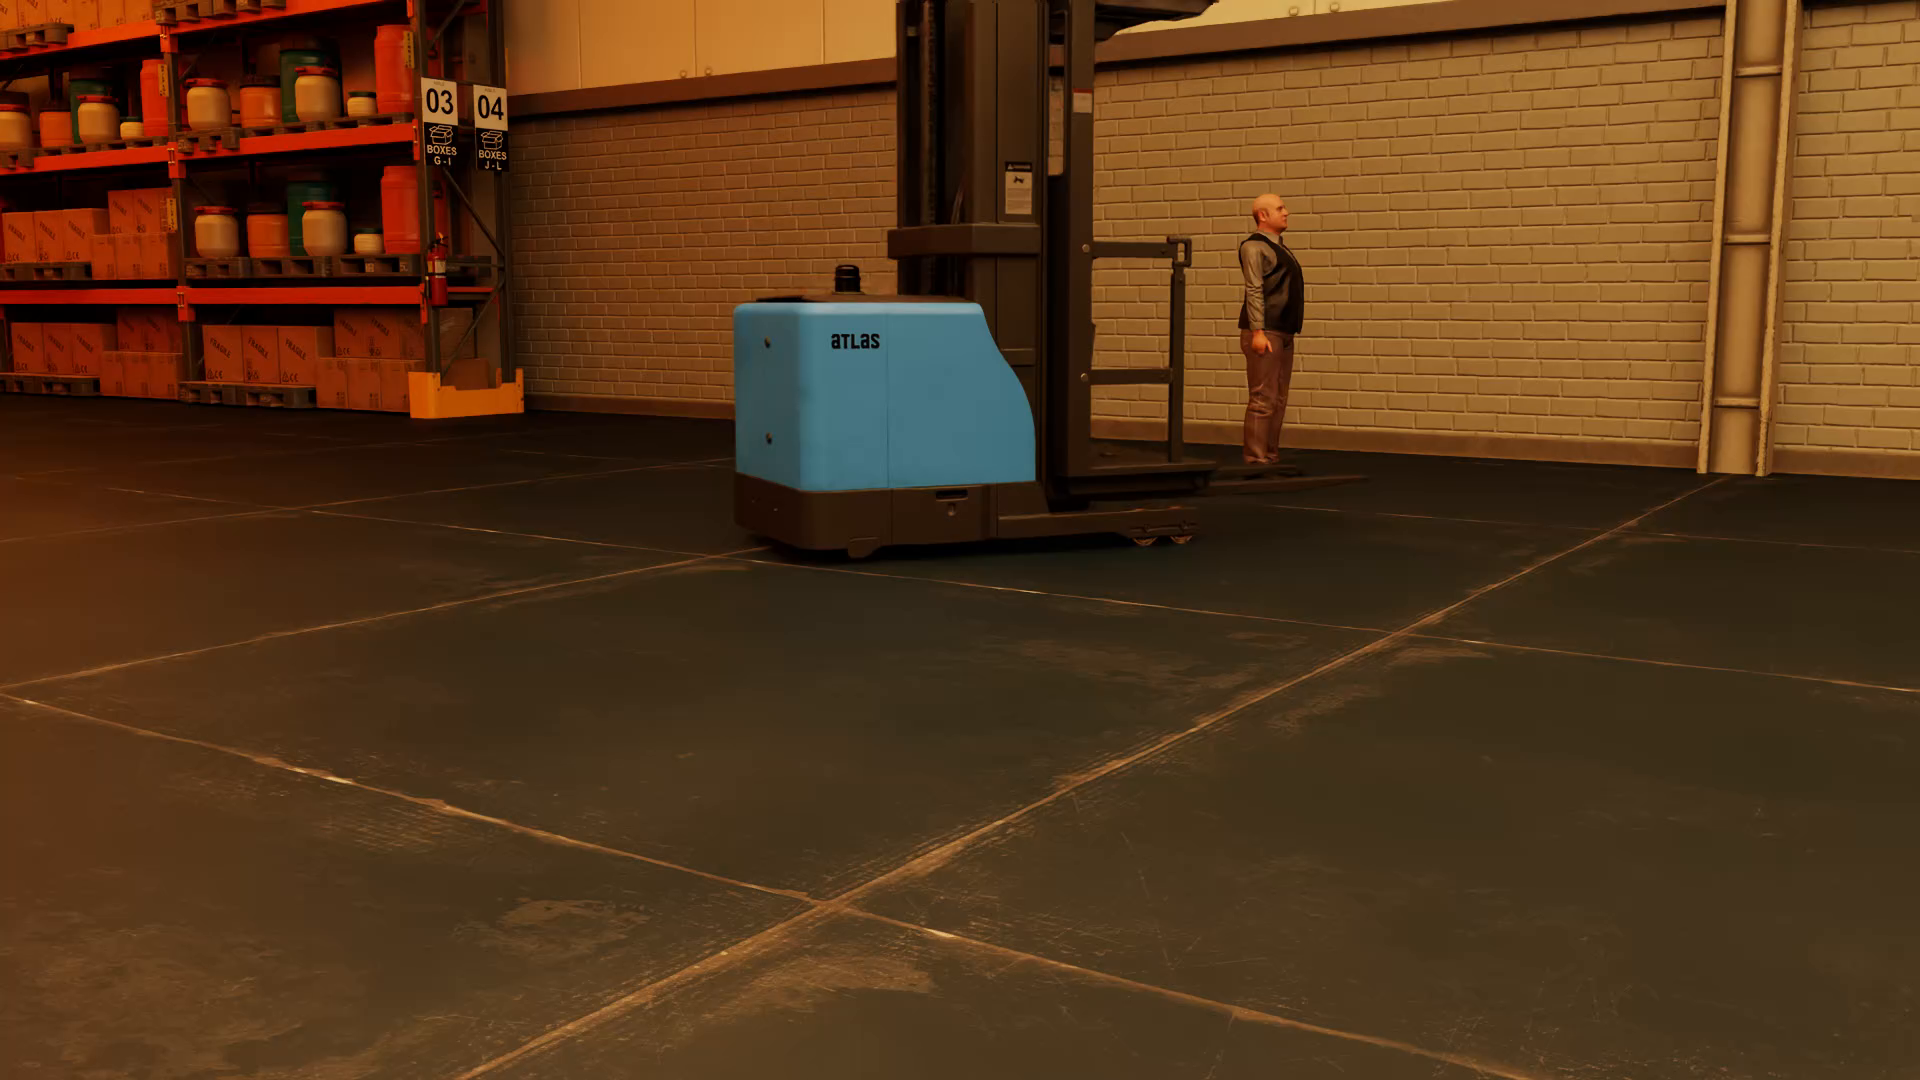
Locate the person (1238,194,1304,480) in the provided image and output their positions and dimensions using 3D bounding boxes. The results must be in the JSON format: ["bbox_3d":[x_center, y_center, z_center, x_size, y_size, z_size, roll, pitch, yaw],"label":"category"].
[{"bbox_3d":[1.887,-1.215,10.046,0.374,1.723,0.524,4,9,26],"label":"person"}]

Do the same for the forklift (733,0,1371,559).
[{"bbox_3d":[0.518,-1.491,7.675,3.031,2.935,1.130,-4,9,-25],"label":"forklift"}]
